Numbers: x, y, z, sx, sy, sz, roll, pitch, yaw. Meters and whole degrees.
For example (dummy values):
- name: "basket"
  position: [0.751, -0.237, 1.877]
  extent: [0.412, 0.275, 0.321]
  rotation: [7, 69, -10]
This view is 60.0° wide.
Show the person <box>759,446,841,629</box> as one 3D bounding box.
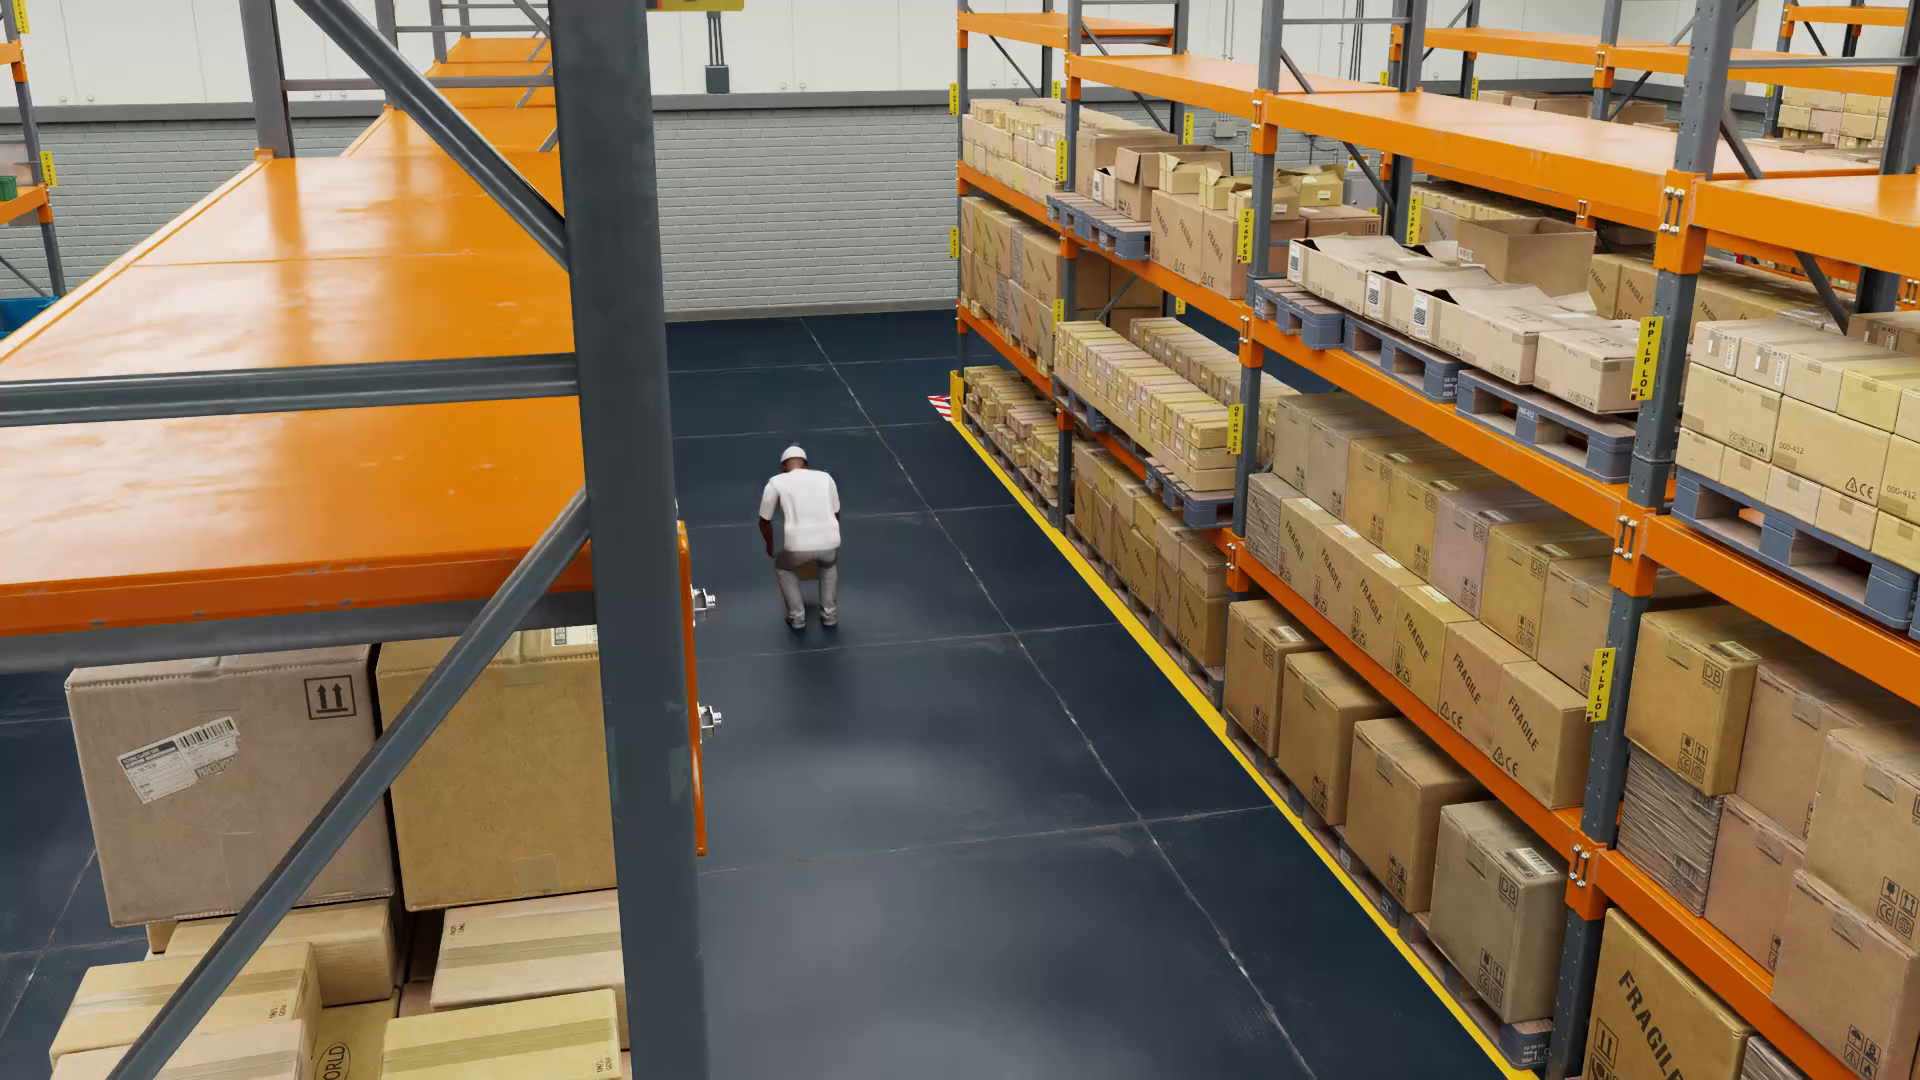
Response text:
- name: "person"
  position: [-1.209, -0.011, 12.742]
  extent: [0.630, 1.317, 0.803]
  rotation: [-4, 20, -12]
